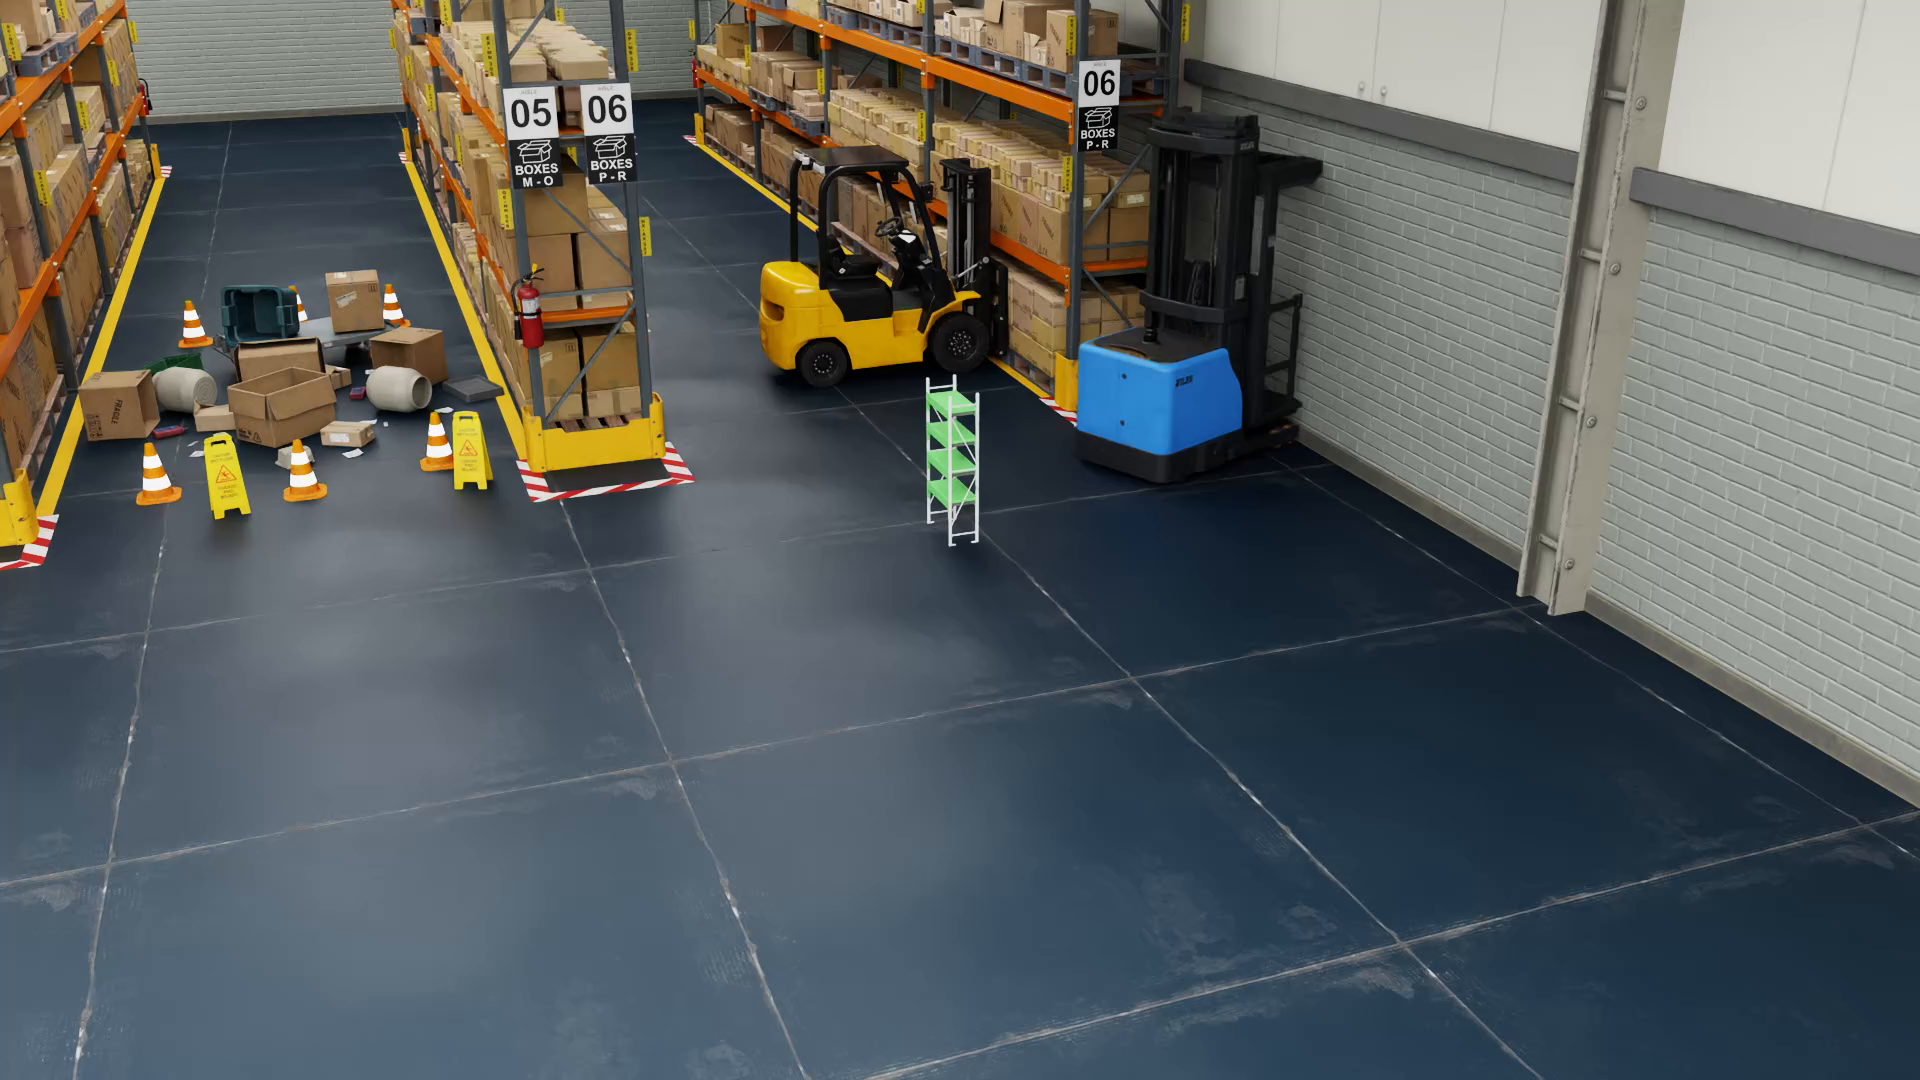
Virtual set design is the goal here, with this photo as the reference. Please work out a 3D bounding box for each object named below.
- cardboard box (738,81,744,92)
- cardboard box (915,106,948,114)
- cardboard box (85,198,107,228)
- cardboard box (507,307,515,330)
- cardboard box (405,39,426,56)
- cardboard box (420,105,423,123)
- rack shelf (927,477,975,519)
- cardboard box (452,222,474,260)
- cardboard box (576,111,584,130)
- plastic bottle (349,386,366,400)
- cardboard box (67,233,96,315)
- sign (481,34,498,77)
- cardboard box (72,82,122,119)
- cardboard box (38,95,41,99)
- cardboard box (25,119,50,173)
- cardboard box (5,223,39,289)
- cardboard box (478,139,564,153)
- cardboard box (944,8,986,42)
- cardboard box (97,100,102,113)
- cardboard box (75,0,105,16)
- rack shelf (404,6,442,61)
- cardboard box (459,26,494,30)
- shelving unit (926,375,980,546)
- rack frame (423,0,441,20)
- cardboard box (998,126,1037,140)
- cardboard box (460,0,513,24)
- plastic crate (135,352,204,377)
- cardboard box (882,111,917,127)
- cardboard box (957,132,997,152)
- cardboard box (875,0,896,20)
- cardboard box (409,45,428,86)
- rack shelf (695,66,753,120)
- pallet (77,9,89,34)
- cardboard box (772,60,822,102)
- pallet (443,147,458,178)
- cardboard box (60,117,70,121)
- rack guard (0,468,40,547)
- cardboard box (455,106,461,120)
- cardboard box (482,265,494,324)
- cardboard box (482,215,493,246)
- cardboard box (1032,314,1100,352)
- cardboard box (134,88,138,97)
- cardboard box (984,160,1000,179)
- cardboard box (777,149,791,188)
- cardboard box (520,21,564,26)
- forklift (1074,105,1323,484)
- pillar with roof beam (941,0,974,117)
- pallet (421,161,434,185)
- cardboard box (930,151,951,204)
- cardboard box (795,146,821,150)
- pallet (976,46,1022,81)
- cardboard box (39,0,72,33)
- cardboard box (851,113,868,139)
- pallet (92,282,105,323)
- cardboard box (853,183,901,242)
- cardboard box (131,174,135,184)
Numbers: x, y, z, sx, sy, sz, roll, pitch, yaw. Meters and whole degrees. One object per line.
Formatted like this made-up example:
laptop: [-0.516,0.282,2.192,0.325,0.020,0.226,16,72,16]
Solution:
cardboard box: [-3.323,-7.257,26.552,0.380,0.149,0.250,-8,24,-18]
cardboard box: [-0.339,-5.264,20.537,0.380,0.149,0.250,-8,24,-19]
cardboard box: [-10.589,-3.928,20.043,0.500,0.250,0.500,-9,25,-21]
cardboard box: [-3.870,-2.016,14.994,0.380,0.149,0.250,-8,24,-17]
cardboard box: [-7.815,-7.066,24.361,0.500,0.500,0.500,-9,24,-19]
cardboard box: [-7.297,-5.973,23.376,0.500,0.250,0.500,-9,24,-20]
rack shelf: [-0.058,-0.333,12.901,0.258,0.148,0.480,-8,24,-19]
cardboard box: [-5.786,-3.749,20.748,0.950,0.372,0.625,-10,25,-23]
cardboard box: [-2.964,-3.497,13.771,0.380,0.149,0.250,-8,24,-19]
plastic bottle: [-5.862,-1.439,16.209,0.133,0.061,0.283,-4,23,-10]
cardboard box: [-10.129,-2.863,18.160,1.050,0.750,0.750,-8,24,-18]
sign: [-3.677,-3.787,12.995,0.100,0.325,0.005,-8,24,-19]
cardboard box: [-11.924,-6.108,22.991,0.500,0.500,0.500,-9,24,-20]
cardboard box: [-12.084,-5.662,21.462,0.380,0.149,0.250,-8,24,-19]
cardboard box: [-9.878,-4.044,17.190,0.700,0.500,0.500,-9,24,-20]
cardboard box: [-8.802,-2.543,14.853,0.875,0.550,0.550,-8,24,-19]
cardboard box: [-4.030,-3.422,15.331,0.700,0.500,0.500,-9,24,-19]
cardboard box: [0.145,-5.447,17.518,0.500,0.311,0.500,-8,24,-18]
cardboard box: [-11.565,-5.712,21.963,0.380,0.149,0.250,-8,24,-19]
cardboard box: [-11.901,-7.228,22.491,0.500,0.250,0.500,-7,24,-16]
rack shelf: [-6.683,-6.750,22.091,1.077,0.370,4.000,-8,24,-19]
cardboard box: [-4.553,-4.806,15.850,0.380,0.149,0.250,-9,25,-21]
shelving unit: [-0.059,-0.613,12.783,0.258,1.200,0.503,-8,24,-19]
rack frame: [-5.976,-7.737,19.644,1.000,3.000,0.127,-8,24,-19]
cardboard box: [0.630,-4.418,18.147,0.380,0.149,0.250,-9,24,-19]
cardboard box: [-4.887,-5.449,17.087,0.500,0.250,0.500,-8,24,-18]
plastic crate: [-7.872,-1.651,16.474,0.450,0.188,0.662,-6,21,12]
cardboard box: [-0.728,-5.101,20.149,0.380,0.149,0.250,-8,24,-19]
cardboard box: [0.184,-4.245,17.737,0.380,0.149,0.250,-8,24,-18]
cardboard box: [-0.676,-6.291,19.521,0.500,0.311,0.500,-9,25,-21]
cardboard box: [-7.503,-6.734,23.571,0.500,0.500,0.500,-8,24,-18]
rack shelf: [-3.454,-7.504,27.741,1.077,0.370,4.000,-8,24,-19]
pallet: [-11.497,-6.391,20.553,1.213,0.211,1.003,-8,24,-19]
cardboard box: [-2.325,-6.668,24.163,0.700,0.500,0.500,-8,24,-19]
pallet: [-5.625,-4.640,20.267,1.213,0.211,1.003,-8,24,-19]
cardboard box: [-10.651,-4.900,19.655,0.380,0.149,0.250,-9,24,-20]
rack guard: [-7.737,-0.189,12.679,1.175,0.500,0.348,-8,24,-19]
cardboard box: [-5.312,-4.677,18.220,0.380,0.149,0.250,-9,25,-21]
cardboard box: [-4.608,-2.540,17.072,0.500,0.500,0.500,-7,24,-16]
cardboard box: [-4.304,-3.141,15.952,0.500,0.500,0.500,-9,24,-19]
cardboard box: [1.028,-2.039,16.205,0.500,0.250,0.500,-9,24,-20]
cardboard box: [-13.018,-6.968,25.868,0.380,0.149,0.250,-8,24,-19]
cardboard box: [0.473,-3.830,17.135,0.380,0.149,0.250,-9,24,-20]
cardboard box: [-2.417,-5.569,24.903,0.500,0.500,0.500,-9,25,-21]
cardboard box: [-4.084,-4.984,16.271,0.380,0.149,0.250,-9,24,-20]
forklift: [2.399,-2.294,14.542,3.031,2.935,1.130,-21,30,-40]
pillar with roof beam: [-4.058,-7.479,19.032,9.100,9.000,0.400,-8,24,-19]
pallet: [-8.020,-5.872,26.534,1.003,0.211,1.213,-8,24,-19]
cardboard box: [-0.009,-4.051,18.493,0.500,0.500,0.500,-9,24,-20]
cardboard box: [-2.188,-5.626,24.202,0.380,0.149,0.250,-10,25,-22]
pallet: [0.832,-4.794,16.638,1.003,0.211,1.213,-8,24,-19]
cardboard box: [-10.524,-5.929,19.088,0.500,0.500,0.500,-8,24,-19]
cardboard box: [-1.062,-5.247,21.010,0.500,0.250,0.500,-9,24,-20]
pallet: [-10.364,-2.675,18.949,1.003,0.211,1.213,-8,24,-19]
cardboard box: [-0.888,-4.289,21.705,0.875,0.625,0.625,-8,24,-17]
cardboard box: [-12.274,-5.268,24.256,0.380,0.149,0.250,-7,24,-17]
